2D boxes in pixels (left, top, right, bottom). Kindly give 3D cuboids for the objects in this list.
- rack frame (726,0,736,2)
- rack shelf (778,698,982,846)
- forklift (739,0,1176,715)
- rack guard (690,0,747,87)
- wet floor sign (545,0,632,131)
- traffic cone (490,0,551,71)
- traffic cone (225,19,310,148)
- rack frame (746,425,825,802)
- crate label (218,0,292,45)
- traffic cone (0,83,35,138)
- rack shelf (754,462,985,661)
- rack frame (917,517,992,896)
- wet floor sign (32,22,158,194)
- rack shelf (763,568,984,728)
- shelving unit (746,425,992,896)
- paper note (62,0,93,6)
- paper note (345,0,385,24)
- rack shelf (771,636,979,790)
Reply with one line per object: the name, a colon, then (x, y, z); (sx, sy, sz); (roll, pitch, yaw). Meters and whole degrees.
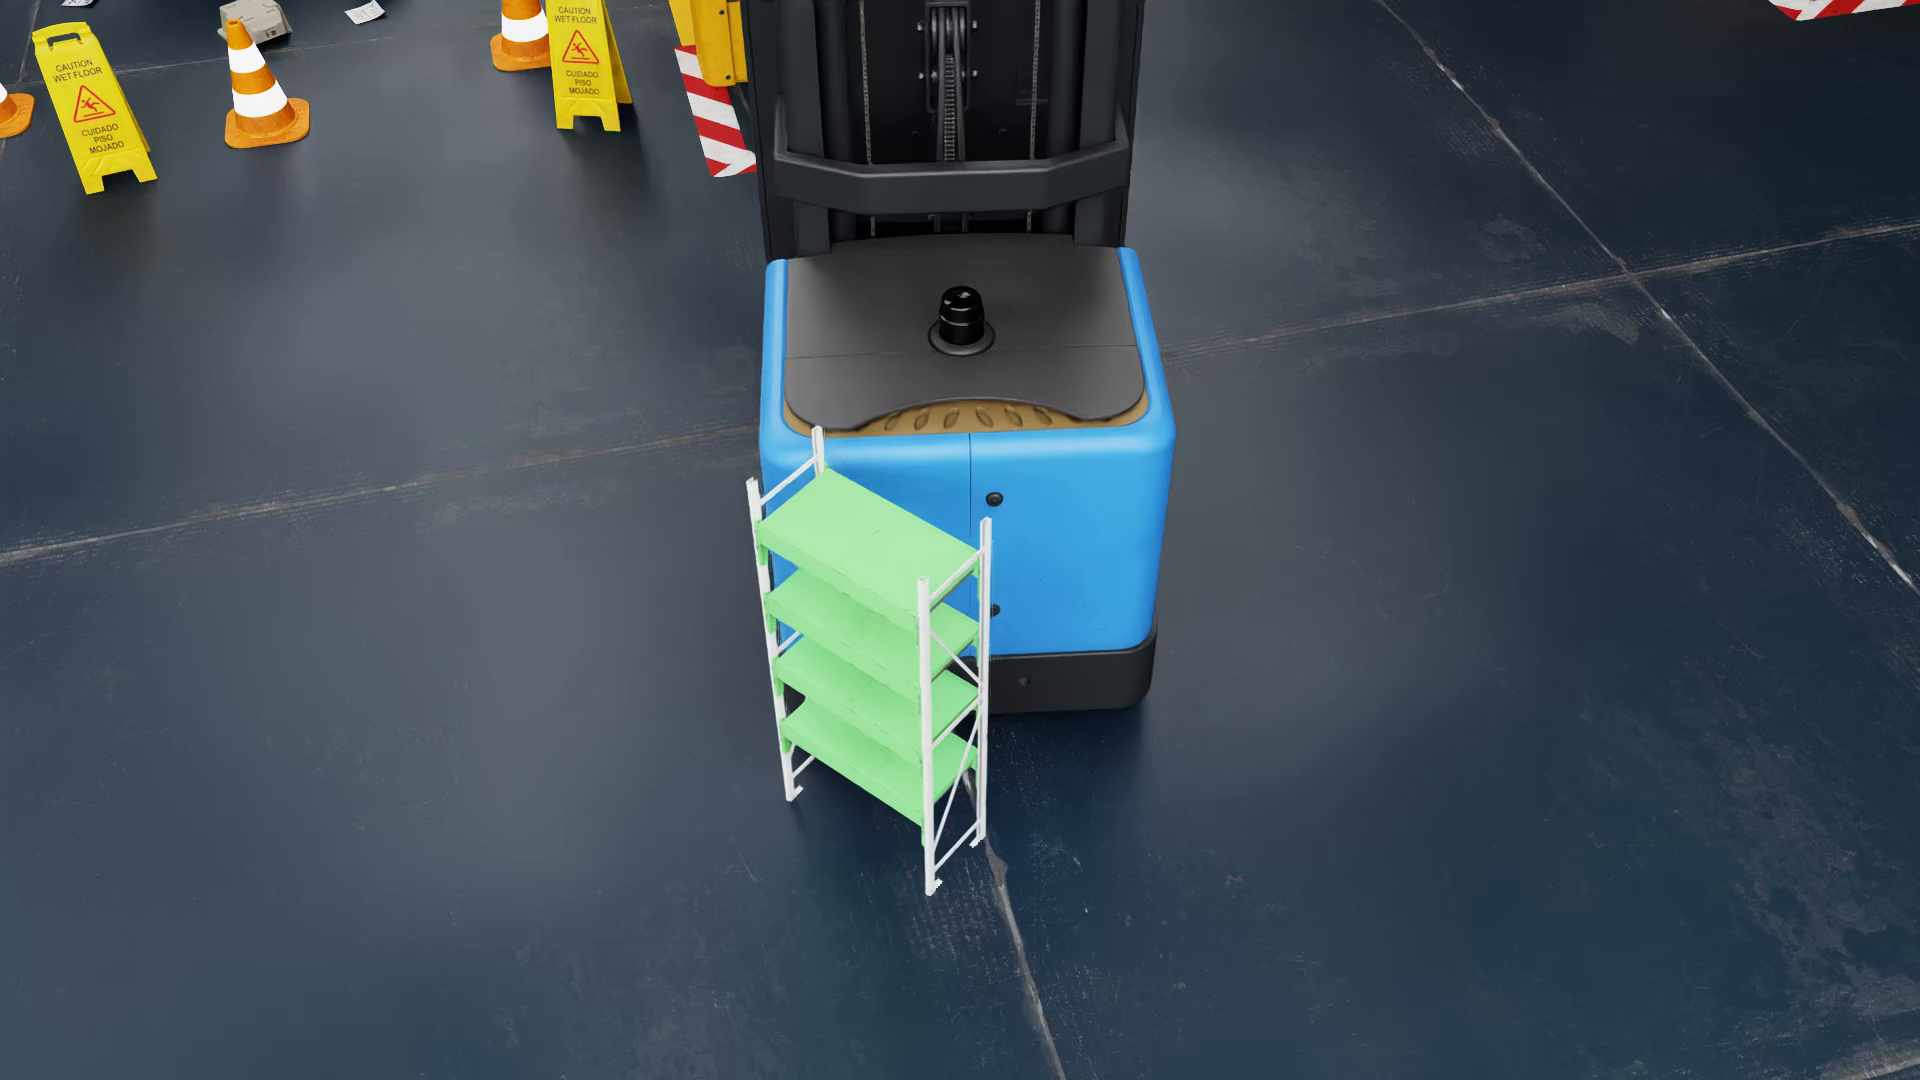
rack frame: (-0.549, -3.165, 6.251); (1.000, 3.000, 0.127); (-11, 47, -10)
rack shelf: (-0.203, 0.546, 4.301); (0.480, 0.148, 0.258); (29, 52, 25)
forklift: (-0.061, -1.564, 4.730); (1.130, 2.935, 3.031); (-2, 46, -2)
rack guard: (-0.569, -2.342, 7.195); (1.175, 0.500, 0.348); (-11, 47, -10)
wet floor sign: (-1.535, -2.014, 6.772); (0.267, 0.644, 0.232); (4, 46, 4)
traffic cone: (-1.906, -2.338, 7.217); (0.336, 0.463, 0.334); (-11, 47, -10)
traffic cone: (-2.892, -1.900, 6.788); (0.336, 0.463, 0.334); (-11, 47, -10)
rack frame: (-0.396, 0.226, 4.188); (0.015, 1.200, 0.240); (29, 52, 25)
crate label: (-3.153, -2.318, 7.425); (0.250, 0.136, 0.298); (-35, 55, -30)
traffic cone: (-4.072, -1.928, 6.816); (0.336, 0.463, 0.334); (-11, 47, -10)
rack shelf: (-0.203, 0.042, 3.786); (0.480, 0.148, 0.258); (29, 52, 25)
rack frame: (-0.010, 0.440, 3.979); (0.015, 1.200, 0.240); (29, 52, 25)
wet floor sign: (-3.387, -1.708, 6.472); (0.267, 0.644, 0.232); (-18, 48, -17)
rack shelf: (-0.203, 0.210, 3.958); (0.480, 0.148, 0.258); (29, 52, 25)
shelving unit: (-0.203, 0.333, 4.084); (0.503, 1.200, 0.258); (29, 52, 25)
paper note: (-4.058, -2.514, 7.694); (0.144, 0.017, 0.142); (4, 46, 4)
paper note: (-2.715, -2.414, 7.595); (0.148, 0.019, 0.142); (-26, 51, -24)
rack shelf: (-0.203, 0.378, 4.129); (0.480, 0.148, 0.258); (29, 52, 25)
